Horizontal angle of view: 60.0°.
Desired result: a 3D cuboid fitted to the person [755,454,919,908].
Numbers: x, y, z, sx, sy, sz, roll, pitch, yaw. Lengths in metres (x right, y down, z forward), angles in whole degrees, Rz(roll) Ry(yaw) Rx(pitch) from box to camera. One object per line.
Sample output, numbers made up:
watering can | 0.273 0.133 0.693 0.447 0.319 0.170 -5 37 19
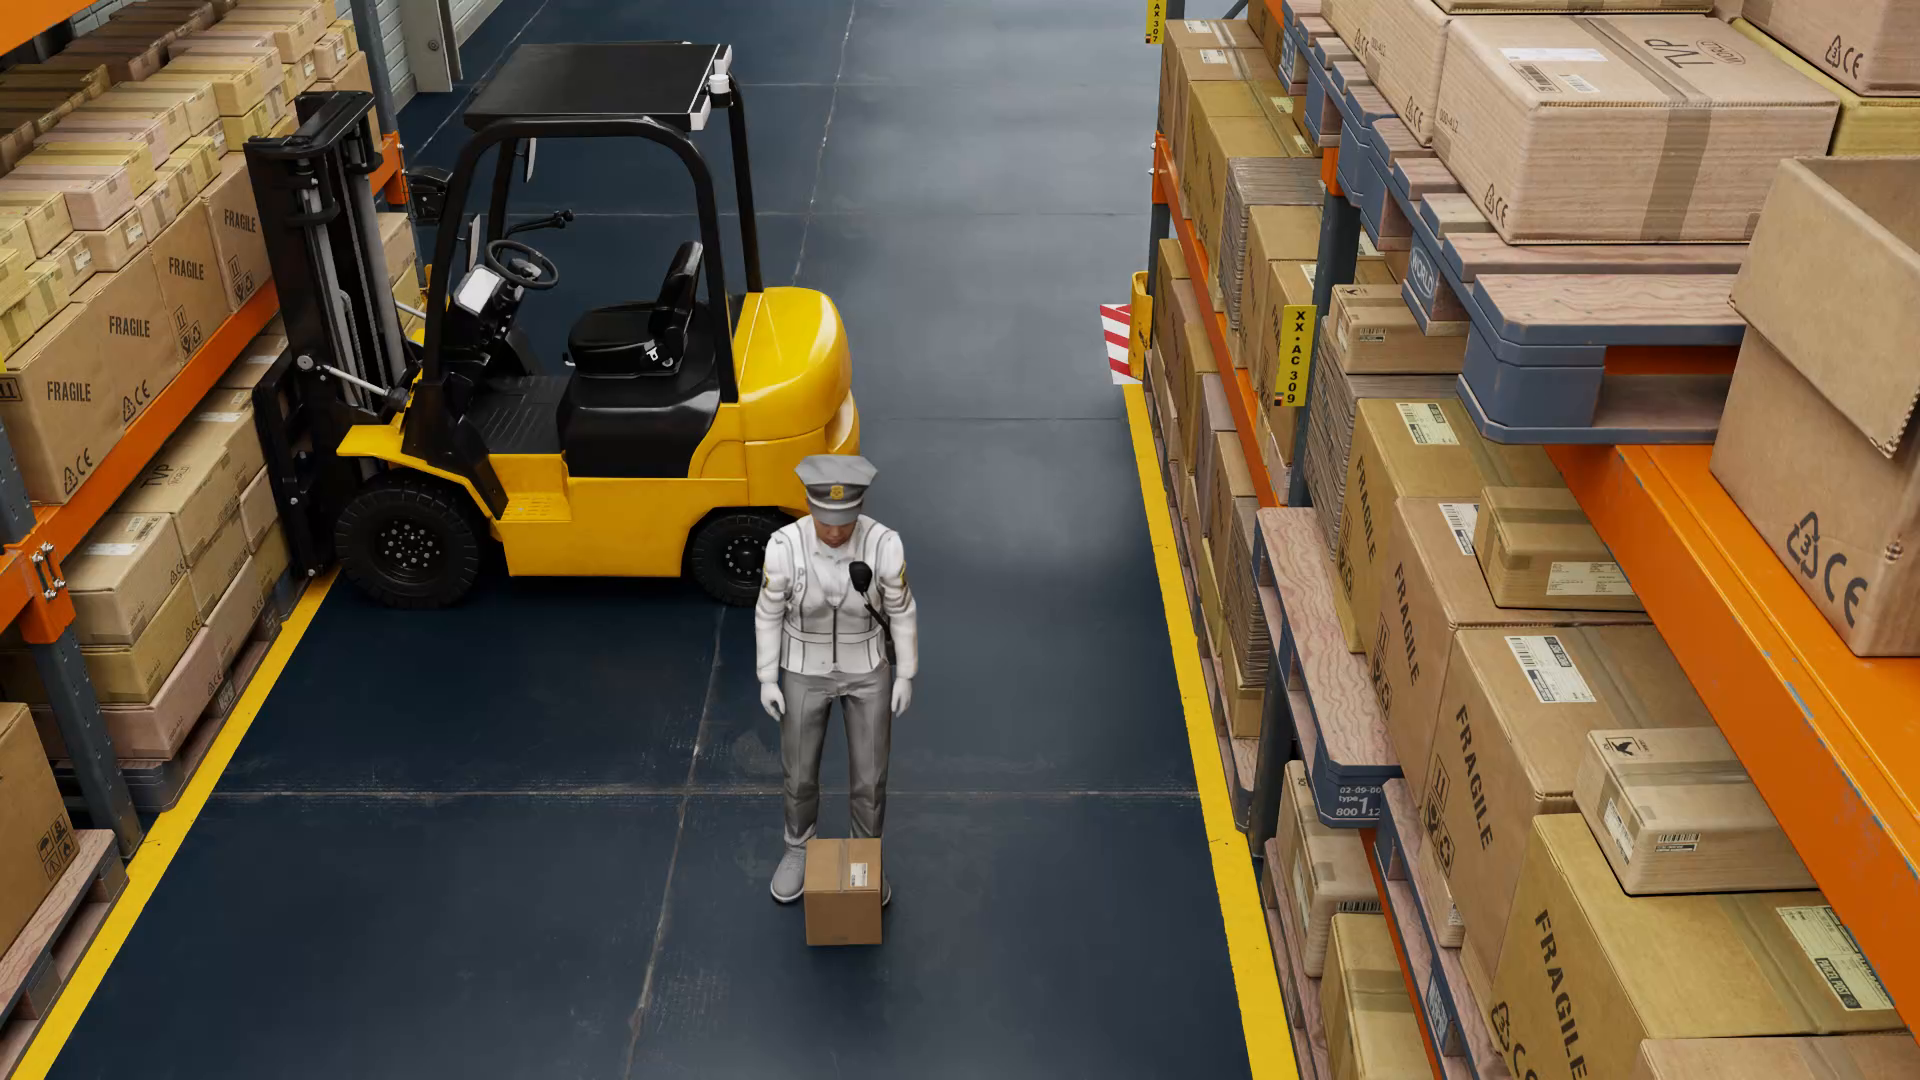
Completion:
person | -0.395 0.460 5.389 0.526 1.662 0.414 -1 32 -2
